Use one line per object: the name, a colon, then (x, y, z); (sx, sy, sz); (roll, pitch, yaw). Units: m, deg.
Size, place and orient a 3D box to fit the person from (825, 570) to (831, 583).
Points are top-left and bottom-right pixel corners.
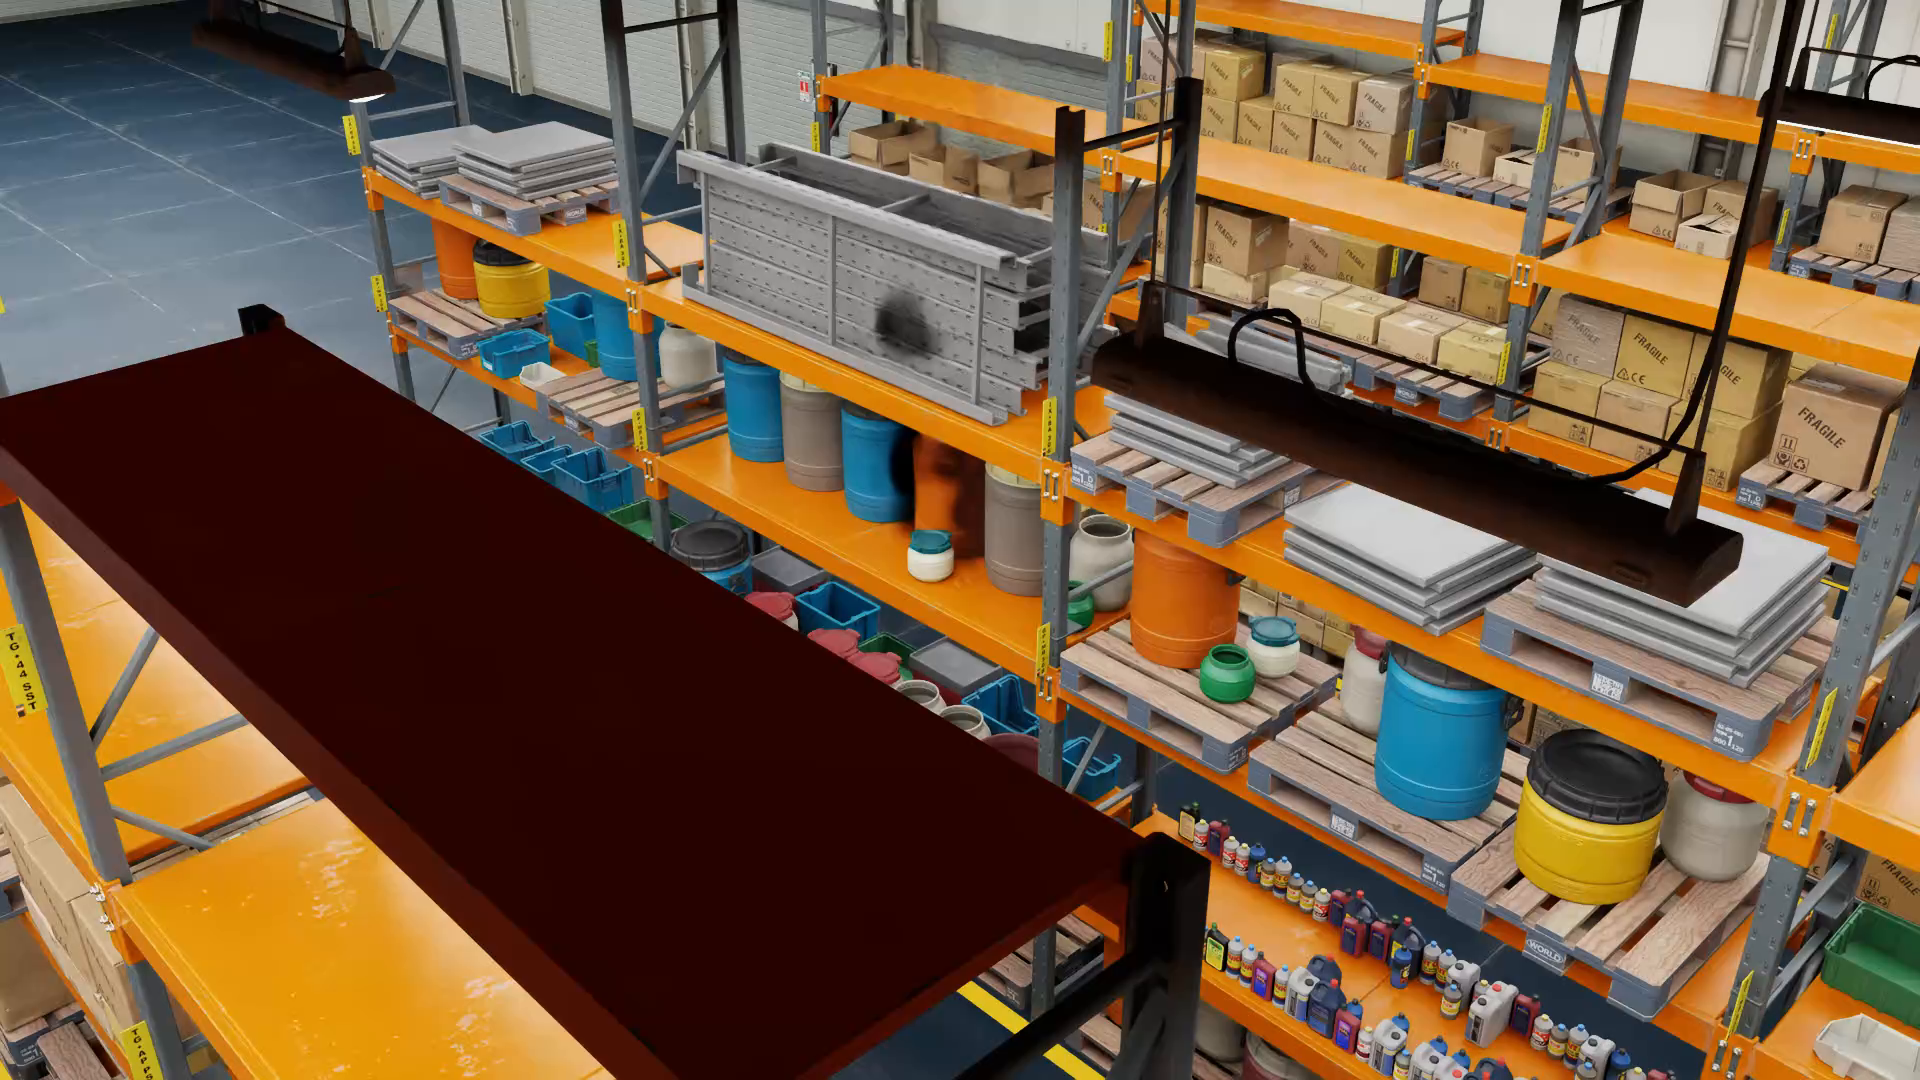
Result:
person: (-1.344, 0.098, 14.821); (0.638, 1.745, 0.662); (23, 36, 37)
